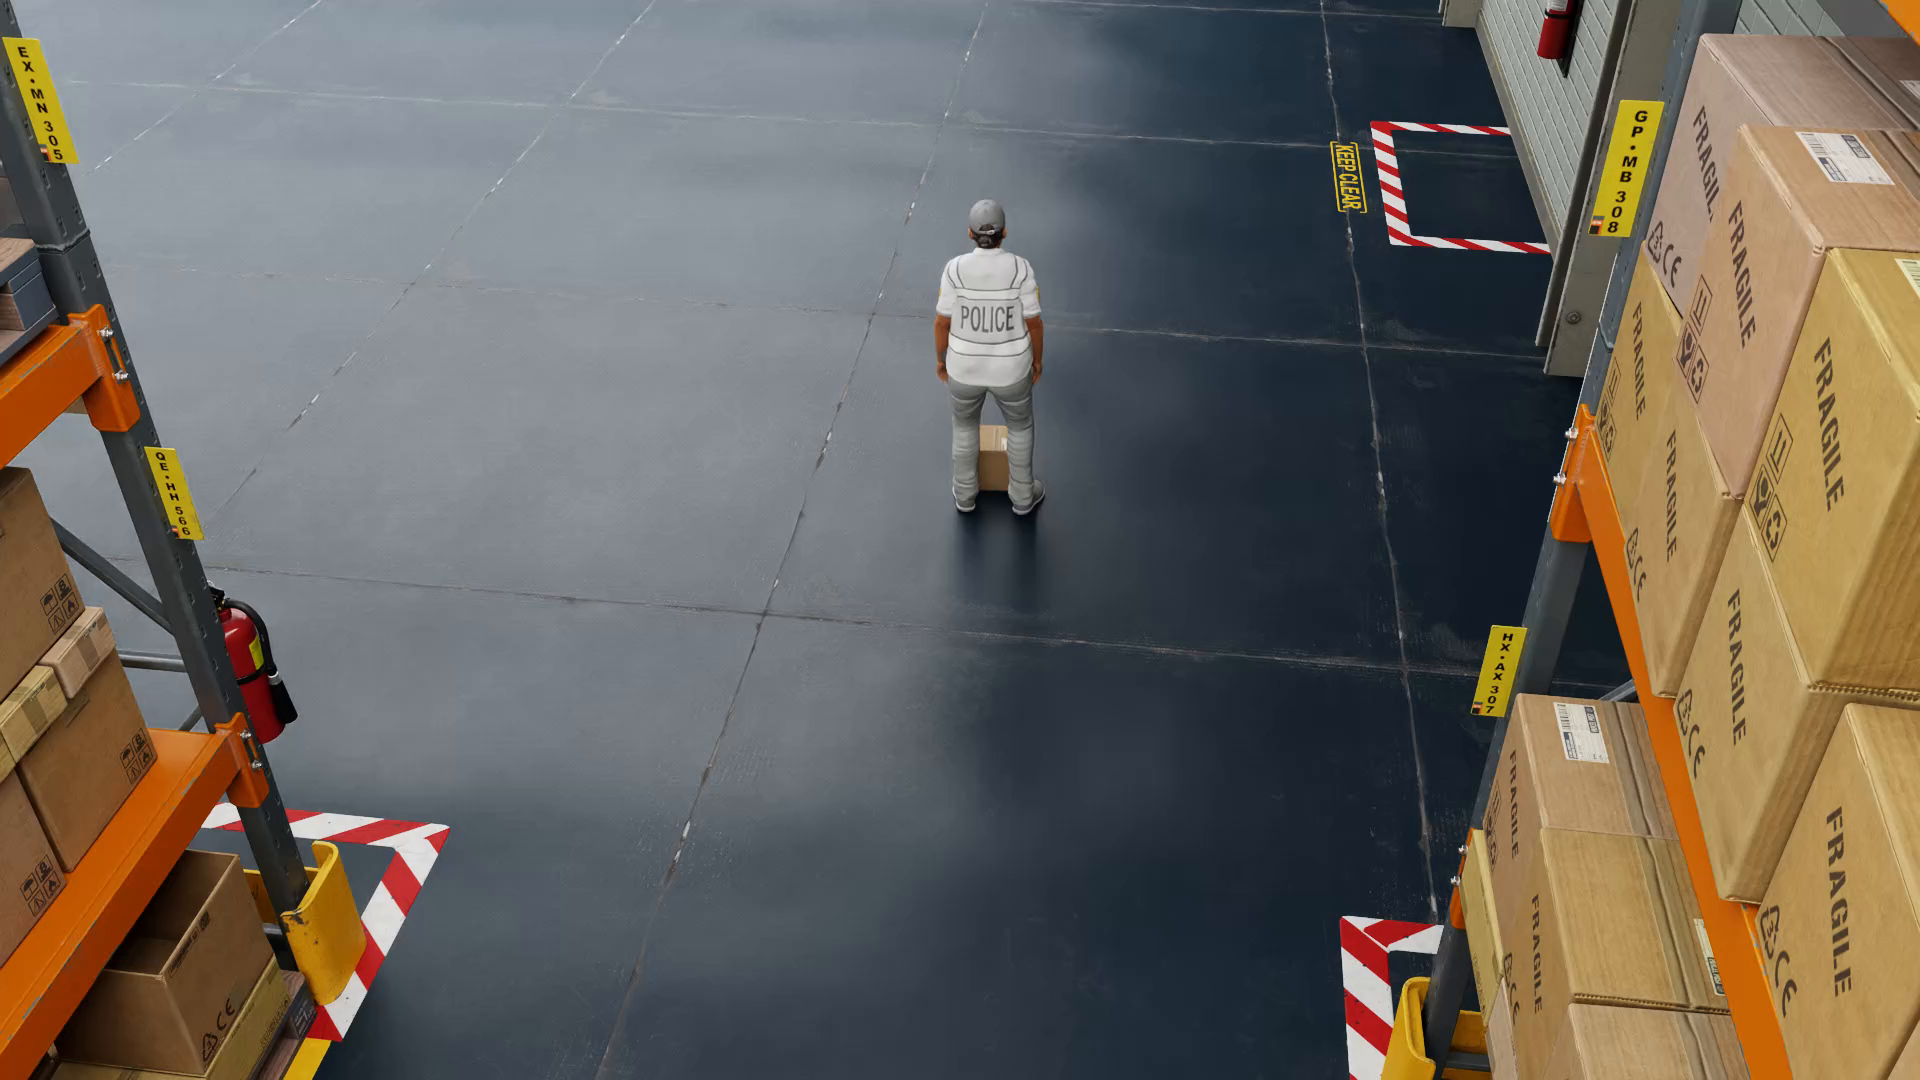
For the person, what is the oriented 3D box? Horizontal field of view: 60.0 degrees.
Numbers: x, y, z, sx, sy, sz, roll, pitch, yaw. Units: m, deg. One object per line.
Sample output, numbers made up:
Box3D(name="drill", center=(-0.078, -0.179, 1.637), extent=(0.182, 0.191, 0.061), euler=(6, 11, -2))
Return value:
Box3D(name="person", center=(0.160, -0.881, 8.229), extent=(0.564, 1.667, 0.451), euler=(3, 36, 4))
